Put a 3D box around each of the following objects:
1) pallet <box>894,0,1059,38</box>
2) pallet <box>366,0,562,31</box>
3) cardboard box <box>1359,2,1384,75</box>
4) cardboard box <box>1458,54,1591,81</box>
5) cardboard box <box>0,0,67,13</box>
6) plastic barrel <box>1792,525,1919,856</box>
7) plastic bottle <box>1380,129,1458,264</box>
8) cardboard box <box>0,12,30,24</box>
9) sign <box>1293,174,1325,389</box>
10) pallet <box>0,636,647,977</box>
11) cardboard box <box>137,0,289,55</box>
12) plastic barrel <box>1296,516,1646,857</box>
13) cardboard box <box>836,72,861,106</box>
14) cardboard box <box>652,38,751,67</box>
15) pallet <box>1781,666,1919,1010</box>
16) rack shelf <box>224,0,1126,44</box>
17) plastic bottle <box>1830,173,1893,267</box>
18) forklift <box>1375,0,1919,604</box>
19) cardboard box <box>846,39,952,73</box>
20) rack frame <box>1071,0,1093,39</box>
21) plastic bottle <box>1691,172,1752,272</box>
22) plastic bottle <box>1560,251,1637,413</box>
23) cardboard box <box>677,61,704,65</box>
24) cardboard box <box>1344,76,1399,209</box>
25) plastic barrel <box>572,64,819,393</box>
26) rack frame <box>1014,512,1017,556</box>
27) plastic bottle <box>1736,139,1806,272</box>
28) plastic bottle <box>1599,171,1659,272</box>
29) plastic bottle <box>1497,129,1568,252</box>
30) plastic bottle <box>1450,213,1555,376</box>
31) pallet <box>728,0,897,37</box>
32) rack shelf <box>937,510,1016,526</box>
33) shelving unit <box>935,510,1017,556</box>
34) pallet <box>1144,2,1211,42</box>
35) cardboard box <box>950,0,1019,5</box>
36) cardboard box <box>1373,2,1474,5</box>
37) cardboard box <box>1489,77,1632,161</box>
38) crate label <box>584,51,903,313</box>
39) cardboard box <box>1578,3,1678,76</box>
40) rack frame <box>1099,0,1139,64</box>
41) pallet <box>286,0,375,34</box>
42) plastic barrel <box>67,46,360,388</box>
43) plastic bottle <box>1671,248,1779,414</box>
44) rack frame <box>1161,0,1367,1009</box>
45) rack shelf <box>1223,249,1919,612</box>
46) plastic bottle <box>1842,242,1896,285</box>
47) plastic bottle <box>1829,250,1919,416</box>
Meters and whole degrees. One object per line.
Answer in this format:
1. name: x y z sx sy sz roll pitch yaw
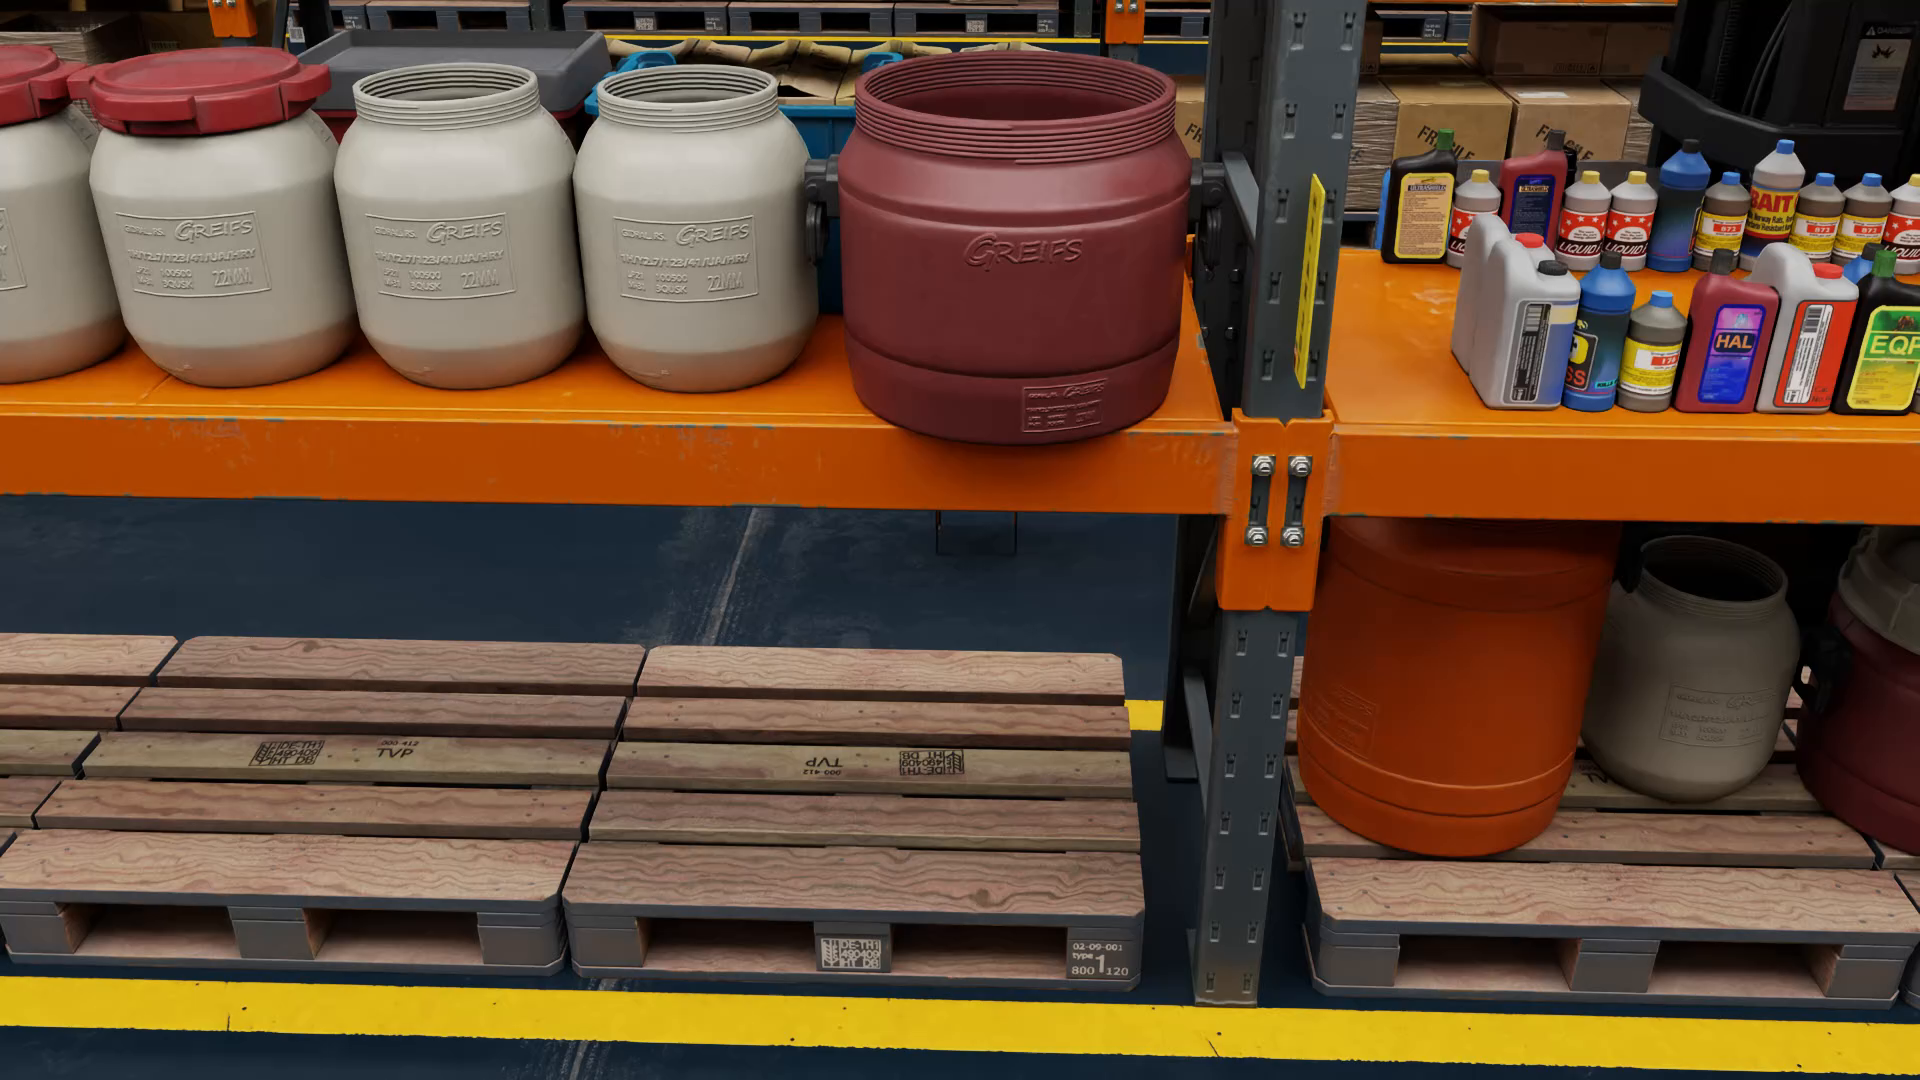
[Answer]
1. pallet: 0.135 -4.013 12.595 1.213 0.211 1.003 1 28 2
2. pallet: -3.754 -4.060 12.683 1.213 0.211 1.003 1 28 2
3. cardboard box: 1.744 -2.429 8.029 0.500 0.250 0.500 2 28 4
4. cardboard box: 2.730 -2.082 8.175 0.500 0.500 0.500 0 28 0
5. cardboard box: -4.705 -2.451 8.358 0.500 0.500 0.500 1 28 2
6. plastic barrel: 2.184 0.305 3.599 0.708 0.588 0.600 1 28 2
7. plastic bottle: 0.986 -0.736 3.559 0.133 0.283 0.061 1 28 2
8. cardboard box: -4.723 -2.206 7.896 0.500 0.500 0.500 1 28 2
9. sign: 0.554 -0.409 2.644 0.005 0.325 0.100 1 28 2
10. pallet: -1.423 0.586 3.920 1.213 0.211 1.003 1 28 2
11. cardboard box: -3.705 -2.435 8.327 0.500 0.500 0.500 1 28 2
12. plastic barrel: 1.056 0.179 3.578 0.708 0.830 0.600 1 28 2
13. cardboard box: -0.307 -2.030 7.765 0.500 0.311 0.500 1 28 1
14. cardboard box: -1.317 -2.300 8.274 0.500 0.311 0.500 1 28 1
15. pallet: 2.572 0.653 3.793 1.213 0.211 1.003 1 28 2
16. rack shelf: -1.254 -2.628 7.773 4.000 0.370 1.077 1 28 2
17. plastic bottle: 1.915 -0.675 3.534 0.097 0.201 0.097 0 28 0
18. forklift: 2.813 -1.303 4.578 3.031 2.935 1.130 1 28 1
19. cardboard box: -0.294 -2.282 8.241 0.500 0.311 0.500 0 28 1
20. rack frame: 0.916 -5.231 11.916 0.127 3.000 1.000 1 28 2
21. plastic bottle: 1.623 -0.680 3.543 0.097 0.201 0.097 0 28 0
22. plastic bottle: 1.102 -0.364 2.872 0.097 0.271 0.097 0 28 0
23. cardboard box: -1.312 -2.049 7.801 0.500 0.311 0.500 2 28 3
24. cardboard box: 1.713 -1.855 7.746 0.500 0.500 0.500 0 28 0
25. plastic barrel: -0.469 -0.561 2.985 0.421 0.512 0.421 0 28 0
26. rack frame: 0.175 -0.461 4.999 0.008 1.050 0.200 1 28 2
27. plastic bottle: 1.720 -0.710 3.523 0.097 0.271 0.097 0 28 0
28. plastic bottle: 1.428 -0.683 3.549 0.097 0.201 0.097 0 28 0
29. plastic bottle: 1.216 -0.732 3.552 0.133 0.283 0.061 1 28 2
30. plastic bottle: 0.993 -0.452 3.033 0.135 0.276 0.152 1 28 2
31. pallet: -1.081 -4.034 12.635 1.213 0.211 1.003 1 28 2
32. rack shelf: 0.053 -0.208 5.138 0.240 0.259 0.215 1 28 2
33. shelving unit: 0.053 -0.463 5.002 0.252 1.050 0.215 1 28 2
34. pallet: 1.701 -3.951 12.478 1.213 0.211 1.003 1 28 2
35. cardboard box: 0.194 -4.309 12.375 0.500 0.500 0.700 1 28 3
36. cardboard box: 3.371 -4.364 12.127 0.750 0.750 0.750 2 28 3
37. cardboard box: 2.736 -1.838 7.714 0.500 0.500 0.500 0 28 0
38. crate label: -0.417 -0.753 3.430 0.616 0.435 0.502 1 28 2
39. cardboard box: 3.268 -2.406 7.985 0.500 0.250 0.500 1 28 2
40. rack frame: 0.745 -2.913 7.542 0.127 3.000 1.000 1 28 2
41. pallet: -4.977 -4.079 12.719 1.213 0.211 1.003 1 28 2
42. plastic barrel: -1.317 -0.583 3.001 0.433 0.535 0.433 0 28 0
43. plastic bottle: 1.314 -0.357 2.846 0.133 0.283 0.061 1 28 2
44. rack frame: 0.566 -0.594 3.168 0.127 3.000 1.000 1 28 2
45. rack shelf: 2.565 -0.243 3.274 4.000 0.370 1.077 1 28 2
46. plastic bottle: 1.567 -0.385 2.911 0.097 0.271 0.097 0 28 0
47. plastic bottle: 1.582 -0.353 2.838 0.133 0.283 0.061 1 28 2
